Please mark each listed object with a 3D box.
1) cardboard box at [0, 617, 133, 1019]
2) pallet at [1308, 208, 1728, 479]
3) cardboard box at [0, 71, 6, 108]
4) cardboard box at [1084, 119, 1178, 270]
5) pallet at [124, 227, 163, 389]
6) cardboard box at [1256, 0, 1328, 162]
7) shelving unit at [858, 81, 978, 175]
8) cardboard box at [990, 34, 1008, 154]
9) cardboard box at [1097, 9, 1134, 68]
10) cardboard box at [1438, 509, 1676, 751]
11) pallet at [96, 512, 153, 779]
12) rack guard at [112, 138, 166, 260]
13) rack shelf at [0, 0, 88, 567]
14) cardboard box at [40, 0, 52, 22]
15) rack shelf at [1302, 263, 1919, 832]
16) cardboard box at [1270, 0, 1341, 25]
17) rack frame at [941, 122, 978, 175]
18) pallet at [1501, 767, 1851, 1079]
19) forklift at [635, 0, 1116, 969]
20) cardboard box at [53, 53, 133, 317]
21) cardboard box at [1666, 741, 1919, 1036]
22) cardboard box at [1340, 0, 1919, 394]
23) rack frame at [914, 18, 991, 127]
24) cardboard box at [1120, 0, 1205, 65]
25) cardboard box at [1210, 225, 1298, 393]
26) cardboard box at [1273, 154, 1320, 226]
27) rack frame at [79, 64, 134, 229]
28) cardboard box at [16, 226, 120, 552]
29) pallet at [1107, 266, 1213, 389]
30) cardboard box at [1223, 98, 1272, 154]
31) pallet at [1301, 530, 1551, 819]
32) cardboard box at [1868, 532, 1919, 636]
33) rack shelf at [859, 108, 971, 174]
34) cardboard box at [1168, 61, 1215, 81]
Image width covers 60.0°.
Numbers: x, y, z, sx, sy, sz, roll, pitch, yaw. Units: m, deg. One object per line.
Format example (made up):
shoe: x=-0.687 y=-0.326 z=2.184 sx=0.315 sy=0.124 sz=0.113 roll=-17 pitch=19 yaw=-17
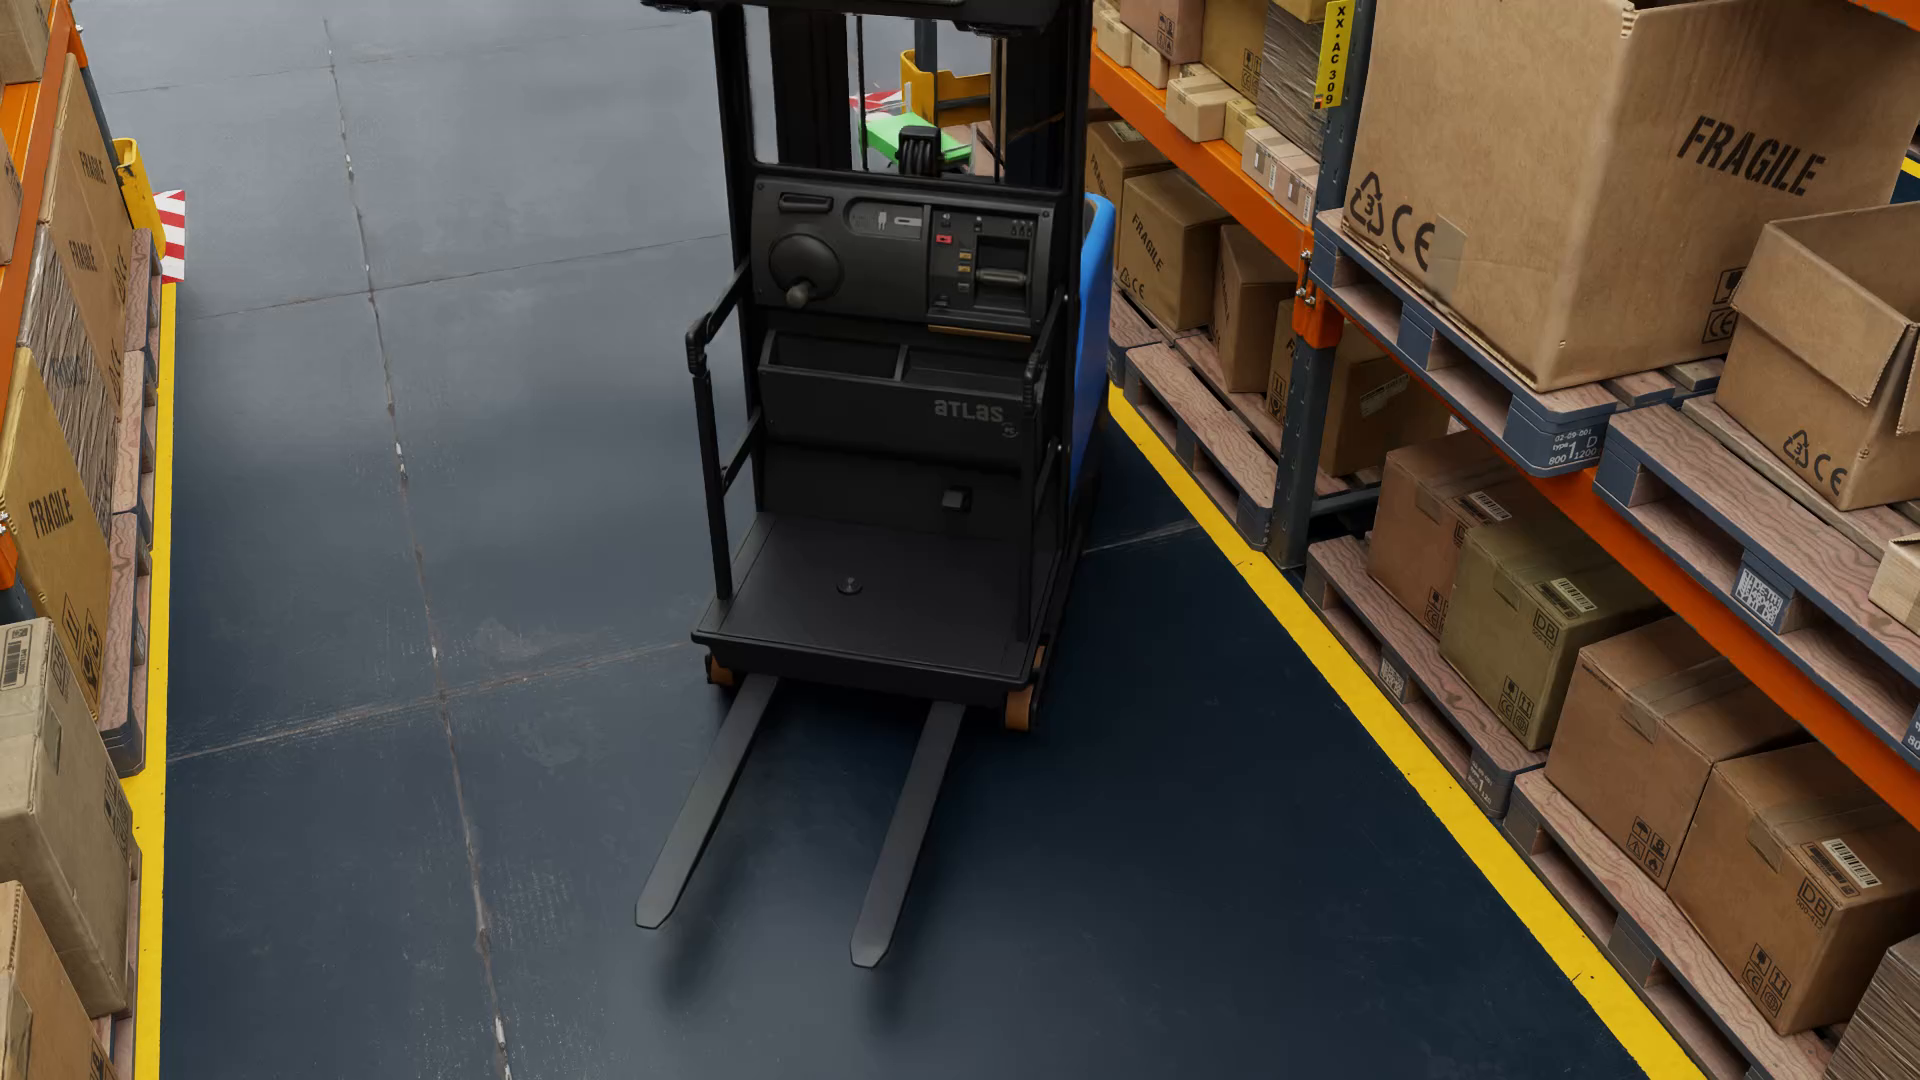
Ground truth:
cardboard box: x=-2.769 y=0.816 z=4.195 sx=1.050 sy=0.750 sz=0.750 roll=-13 pitch=39 yaw=-16
pallet: x=1.752 y=-0.679 z=4.817 sx=1.003 sy=0.211 sz=1.213 roll=-12 pitch=39 yaw=-16
cardboard box: x=-3.988 y=-1.718 z=5.913 sx=0.875 sy=0.550 sz=0.550 roll=-12 pitch=39 yaw=-16
cardboard box: x=0.883 y=-1.602 z=7.612 sx=0.500 sy=0.500 sz=0.500 roll=-9 pitch=38 yaw=-12
pallet: x=-4.095 y=-0.958 z=7.346 sx=1.003 sy=0.211 sz=1.213 roll=-12 pitch=39 yaw=-16
cardboard box: x=1.528 y=-1.643 z=5.608 sx=0.875 sy=0.500 sz=0.500 roll=-12 pitch=39 yaw=-16
shelving unit: x=-0.169 y=-1.208 z=6.857 sx=0.258 sy=1.200 sz=0.503 roll=-21 pitch=42 yaw=-26
cardboard box: x=0.448 y=-2.290 z=8.526 sx=0.500 sy=0.500 sz=0.500 roll=-6 pitch=37 yaw=-7
cardboard box: x=0.773 y=-2.028 z=6.658 sx=0.380 sy=0.149 sz=0.250 roll=-12 pitch=39 yaw=-16
cardboard box: x=1.963 y=0.230 z=5.163 sx=0.700 sy=0.500 sz=0.500 roll=-13 pitch=39 yaw=-16
pallet: x=-3.255 y=0.421 z=5.516 sx=1.003 sy=0.211 sz=1.213 roll=-12 pitch=39 yaw=-16
rack guard: x=-4.451 y=-1.522 z=7.855 sx=1.175 sy=0.500 sz=0.348 roll=-12 pitch=39 yaw=-16
rack shelf: x=-3.755 y=-1.090 z=5.802 sx=1.077 sy=0.370 sz=4.000 roll=-12 pitch=39 yaw=-16
cardboard box: x=-4.273 y=-2.367 z=6.774 sx=0.875 sy=0.550 sz=0.550 roll=-12 pitch=39 yaw=-16
rack shelf: x=2.313 y=0.200 z=4.089 sx=1.077 sy=0.370 sz=4.000 roll=-12 pitch=39 yaw=-16
cardboard box: x=1.212 y=-1.973 z=5.214 sx=0.500 sy=0.500 sz=0.500 roll=-12 pitch=39 yaw=-16
rack frame: x=-0.036 y=-1.085 z=6.693 sx=0.240 sy=1.200 sz=0.015 roll=-21 pitch=42 yaw=-26
pallet: x=2.318 y=1.026 z=4.712 sx=1.003 sy=0.211 sz=1.213 roll=-12 pitch=39 yaw=-16
forklift: x=-0.226 y=-0.797 z=4.872 sx=1.130 sy=2.935 sz=3.031 roll=8 pitch=38 yaw=10
cardboard box: x=-4.148 y=-1.457 z=7.108 sx=0.875 sy=0.875 sz=0.875 roll=-12 pitch=39 yaw=-16
cardboard box: x=2.348 y=0.861 z=4.325 sx=0.700 sy=0.500 sz=0.500 roll=-9 pitch=38 yaw=-12
cardboard box: x=1.767 y=-1.147 z=4.432 sx=1.000 sy=1.000 sz=1.000 roll=-12 pitch=39 yaw=-16
rack frame: x=0.249 y=-3.477 z=8.373 sx=1.000 sy=3.000 sz=0.127 roll=-12 pitch=39 yaw=-16
cardboard box: x=1.123 y=-2.194 z=6.340 sx=0.875 sy=0.500 sz=0.500 roll=-12 pitch=39 yaw=-16
cardboard box: x=1.321 y=-0.943 z=6.737 sx=0.500 sy=0.500 sz=0.500 roll=-1 pitch=37 yaw=-1
cardboard box: x=1.275 y=-1.177 z=5.529 sx=0.380 sy=0.149 sz=0.250 roll=-12 pitch=39 yaw=-16
rack frame: x=-4.443 y=-2.507 z=7.085 sx=1.000 sy=3.000 sz=0.127 roll=-12 pitch=39 yaw=-16
cardboard box: x=-3.531 y=-0.445 z=5.764 sx=0.875 sy=0.875 sz=0.875 roll=-12 pitch=39 yaw=-16
pallet: x=0.937 y=-1.166 z=7.622 sx=1.003 sy=0.211 sz=1.213 roll=-12 pitch=39 yaw=-16
cardboard box: x=1.168 y=-1.474 z=5.923 sx=0.380 sy=0.149 sz=0.250 roll=-12 pitch=39 yaw=-16
pallet: x=1.894 y=0.336 z=5.628 sx=1.003 sy=0.211 sz=1.213 roll=-12 pitch=39 yaw=-16
cardboard box: x=2.174 y=0.042 z=3.463 sx=0.396 sy=0.266 sz=0.258 roll=-14 pitch=39 yaw=-17
rack shelf: x=-0.169 y=-1.540 z=6.606 sx=0.258 sy=0.148 sz=0.480 roll=-21 pitch=42 yaw=-26
cardboard box: x=1.016 y=-1.761 z=6.304 sx=0.380 sy=0.149 sz=0.250 roll=-12 pitch=39 yaw=-16
